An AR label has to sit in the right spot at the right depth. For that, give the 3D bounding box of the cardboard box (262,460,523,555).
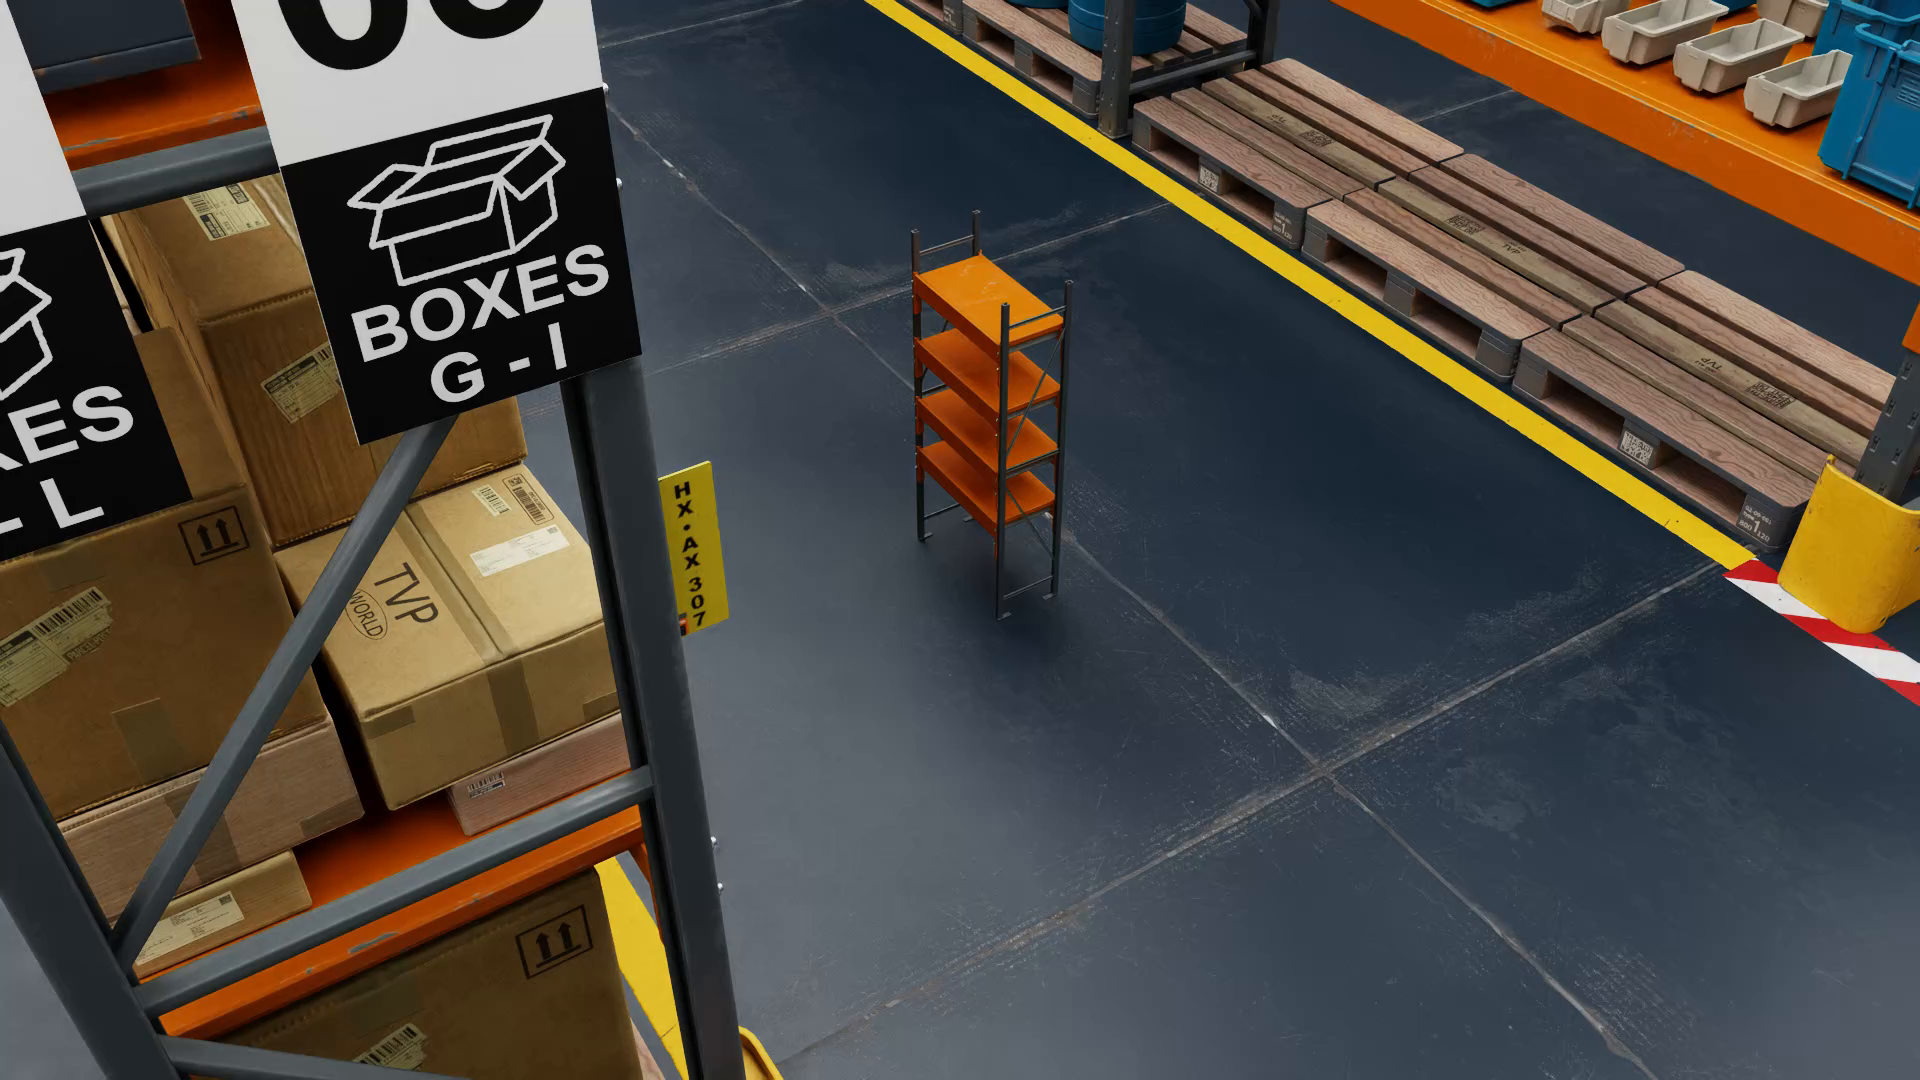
[{"bbox_3d":[-1.213,-0.116,3.430,0.500,0.250,0.500,-23,45,-25],"label":"cardboard box"}]

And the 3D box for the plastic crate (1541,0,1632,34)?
[{"bbox_3d":[2.198,-1.890,5.834,0.298,0.136,0.250,-22,45,-24],"label":"plastic crate"}]

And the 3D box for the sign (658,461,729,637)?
[{"bbox_3d":[-0.427,0.020,2.644,0.100,0.325,0.005,-22,45,-24],"label":"sign"}]

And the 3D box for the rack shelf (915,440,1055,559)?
[{"bbox_3d":[0.089,-0.167,5.429,0.258,0.148,0.480,-22,45,-24],"label":"rack shelf"}]

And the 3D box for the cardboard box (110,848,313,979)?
[{"bbox_3d":[-1.367,0.589,2.896,0.380,0.149,0.250,-21,44,-24],"label":"cardboard box"}]

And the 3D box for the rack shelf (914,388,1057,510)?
[{"bbox_3d":[0.089,-0.320,5.302,0.258,0.148,0.480,-22,45,-24],"label":"rack shelf"}]

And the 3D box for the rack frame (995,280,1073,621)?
[{"bbox_3d":[0.220,-0.240,5.101,0.240,1.200,0.015,-22,45,-24],"label":"rack frame"}]

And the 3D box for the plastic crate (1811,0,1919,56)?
[{"bbox_3d":[3.069,-1.694,5.524,0.416,0.233,0.300,-22,45,-24],"label":"plastic crate"}]

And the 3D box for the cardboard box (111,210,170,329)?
[{"bbox_3d":[-1.481,-0.673,3.513,0.500,0.500,0.500,-23,45,-26],"label":"cardboard box"}]

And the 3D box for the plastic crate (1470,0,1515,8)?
[{"bbox_3d":[1.958,-2.113,6.026,0.416,0.233,0.300,-22,45,-24],"label":"plastic crate"}]

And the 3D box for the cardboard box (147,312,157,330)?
[{"bbox_3d":[-1.481,-0.388,3.757,0.500,0.250,0.500,-24,45,-26],"label":"cardboard box"}]

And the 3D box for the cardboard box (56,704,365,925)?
[{"bbox_3d":[-1.382,0.344,2.878,0.500,0.250,0.500,-23,45,-25],"label":"cardboard box"}]

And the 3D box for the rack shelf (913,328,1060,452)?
[{"bbox_3d":[0.089,-0.492,5.159,0.258,0.148,0.480,-22,45,-24],"label":"rack shelf"}]

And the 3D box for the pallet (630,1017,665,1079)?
[{"bbox_3d":[-1.394,1.238,4.100,1.003,0.211,1.213,-22,45,-24],"label":"pallet"}]

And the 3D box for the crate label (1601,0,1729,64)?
[{"bbox_3d":[2.373,-1.737,5.650,0.396,0.136,0.243,-22,45,-24],"label":"crate label"}]

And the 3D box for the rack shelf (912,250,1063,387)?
[{"bbox_3d":[0.089,-0.673,5.007,0.258,0.148,0.480,-22,45,-24],"label":"rack shelf"}]

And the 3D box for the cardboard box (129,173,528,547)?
[{"bbox_3d":[-1.197,-0.395,3.180,0.500,0.500,0.500,-23,45,-25],"label":"cardboard box"}]

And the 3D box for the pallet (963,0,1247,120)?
[{"bbox_3d":[0.748,-2.652,8.768,1.003,0.211,1.213,-22,45,-24],"label":"pallet"}]

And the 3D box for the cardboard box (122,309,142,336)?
[{"bbox_3d":[-1.928,-0.204,3.537,0.500,0.250,0.500,-24,45,-26],"label":"cardboard box"}]

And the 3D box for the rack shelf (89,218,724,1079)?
[{"bbox_3d":[-1.973,-0.232,4.247,1.077,0.370,4.000,-22,45,-24],"label":"rack shelf"}]

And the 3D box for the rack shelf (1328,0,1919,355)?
[{"bbox_3d":[2.203,-1.937,6.293,1.077,0.370,4.000,-22,45,-24],"label":"rack shelf"}]

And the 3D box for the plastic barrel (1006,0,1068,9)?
[{"bbox_3d":[0.468,-3.329,8.714,0.600,0.901,0.708,-22,45,-24],"label":"plastic barrel"}]

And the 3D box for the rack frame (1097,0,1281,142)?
[{"bbox_3d":[1.127,-3.293,7.358,1.000,3.000,0.127,-22,45,-24],"label":"rack frame"}]

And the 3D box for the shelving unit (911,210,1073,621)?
[{"bbox_3d":[0.089,-0.372,5.259,0.258,1.200,0.503,-22,45,-24],"label":"shelving unit"}]

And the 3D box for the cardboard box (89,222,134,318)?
[{"bbox_3d":[-2.212,-0.484,3.872,0.500,0.250,0.500,-22,45,-24],"label":"cardboard box"}]

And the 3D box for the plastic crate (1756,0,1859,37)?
[{"bbox_3d":[2.956,-1.870,5.810,0.250,0.136,0.298,-22,45,-24],"label":"plastic crate"}]

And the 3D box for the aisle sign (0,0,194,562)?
[{"bbox_3d":[-1.112,-0.285,1.719,0.394,0.787,0.004,-22,45,-24],"label":"aisle sign"}]

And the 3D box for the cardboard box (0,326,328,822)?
[{"bbox_3d":[-1.381,0.054,2.641,0.500,0.500,0.500,-22,44,-24],"label":"cardboard box"}]

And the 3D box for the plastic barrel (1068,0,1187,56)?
[{"bbox_3d":[0.849,-2.947,8.255,0.600,0.901,0.708,-22,45,-24],"label":"plastic barrel"}]

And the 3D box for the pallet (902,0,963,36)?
[{"bbox_3d":[0.088,-3.311,9.559,1.003,0.211,1.213,-22,45,-24],"label":"pallet"}]

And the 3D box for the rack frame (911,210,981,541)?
[{"bbox_3d":[-0.042,-0.503,5.417,0.240,1.200,0.015,-22,45,-24],"label":"rack frame"}]

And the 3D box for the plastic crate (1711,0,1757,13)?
[{"bbox_3d":[2.715,-2.050,5.950,0.416,0.233,0.300,-22,45,-24],"label":"plastic crate"}]

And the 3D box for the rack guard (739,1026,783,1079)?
[{"bbox_3d":[-0.885,1.545,3.506,1.175,0.500,0.348,-22,45,-24],"label":"rack guard"}]

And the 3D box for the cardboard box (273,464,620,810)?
[{"bbox_3d":[-0.928,0.163,3.097,0.500,0.250,0.500,-23,45,-25],"label":"cardboard box"}]

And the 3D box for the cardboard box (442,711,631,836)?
[{"bbox_3d":[-0.811,0.363,3.168,0.380,0.149,0.250,-22,44,-24],"label":"cardboard box"}]

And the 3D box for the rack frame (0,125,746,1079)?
[{"bbox_3d":[-0.901,0.572,2.720,0.949,2.616,0.053,-22,45,-24],"label":"rack frame"}]

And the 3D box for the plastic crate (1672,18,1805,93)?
[{"bbox_3d":[2.543,-1.595,5.480,0.396,0.136,0.243,-22,45,-24],"label":"plastic crate"}]

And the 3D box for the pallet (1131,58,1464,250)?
[{"bbox_3d":[1.555,-1.838,7.791,1.003,0.211,1.213,-22,45,-24],"label":"pallet"}]

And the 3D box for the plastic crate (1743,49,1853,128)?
[{"bbox_3d":[2.687,-1.433,5.286,0.396,0.136,0.243,-22,45,-24],"label":"plastic crate"}]

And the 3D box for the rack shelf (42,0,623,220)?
[{"bbox_3d":[-1.973,-1.384,3.287,1.077,0.370,4.000,-22,45,-24],"label":"rack shelf"}]

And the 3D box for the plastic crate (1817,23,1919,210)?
[{"bbox_3d":[2.941,-1.287,4.876,0.616,0.435,0.499,-22,45,-24],"label":"plastic crate"}]

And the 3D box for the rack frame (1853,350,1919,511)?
[{"bbox_3d":[3.278,-1.134,4.767,1.000,3.000,0.127,-22,45,-24],"label":"rack frame"}]

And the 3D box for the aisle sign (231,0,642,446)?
[{"bbox_3d":[-0.606,-0.492,1.966,0.394,0.787,0.004,-22,45,-24],"label":"aisle sign"}]

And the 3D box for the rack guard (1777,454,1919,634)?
[{"bbox_3d":[3.302,-0.165,5.557,1.175,0.500,0.348,-22,45,-24],"label":"rack guard"}]

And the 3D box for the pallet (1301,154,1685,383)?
[{"bbox_3d":[2.216,-1.179,7.000,1.003,0.211,1.213,-22,45,-24],"label":"pallet"}]

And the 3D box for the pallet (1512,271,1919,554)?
[{"bbox_3d":[2.867,-0.521,6.210,1.003,0.211,1.213,-22,45,-24],"label":"pallet"}]

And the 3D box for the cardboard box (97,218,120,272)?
[{"bbox_3d":[-2.035,-0.942,4.423,0.500,0.250,0.500,-21,44,-24],"label":"cardboard box"}]

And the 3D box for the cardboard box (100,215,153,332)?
[{"bbox_3d":[-1.766,-0.668,4.093,0.500,0.250,0.500,-23,45,-25],"label":"cardboard box"}]

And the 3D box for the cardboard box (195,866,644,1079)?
[{"bbox_3d":[-1.309,0.908,3.649,0.875,0.875,0.875,-22,45,-24],"label":"cardboard box"}]
